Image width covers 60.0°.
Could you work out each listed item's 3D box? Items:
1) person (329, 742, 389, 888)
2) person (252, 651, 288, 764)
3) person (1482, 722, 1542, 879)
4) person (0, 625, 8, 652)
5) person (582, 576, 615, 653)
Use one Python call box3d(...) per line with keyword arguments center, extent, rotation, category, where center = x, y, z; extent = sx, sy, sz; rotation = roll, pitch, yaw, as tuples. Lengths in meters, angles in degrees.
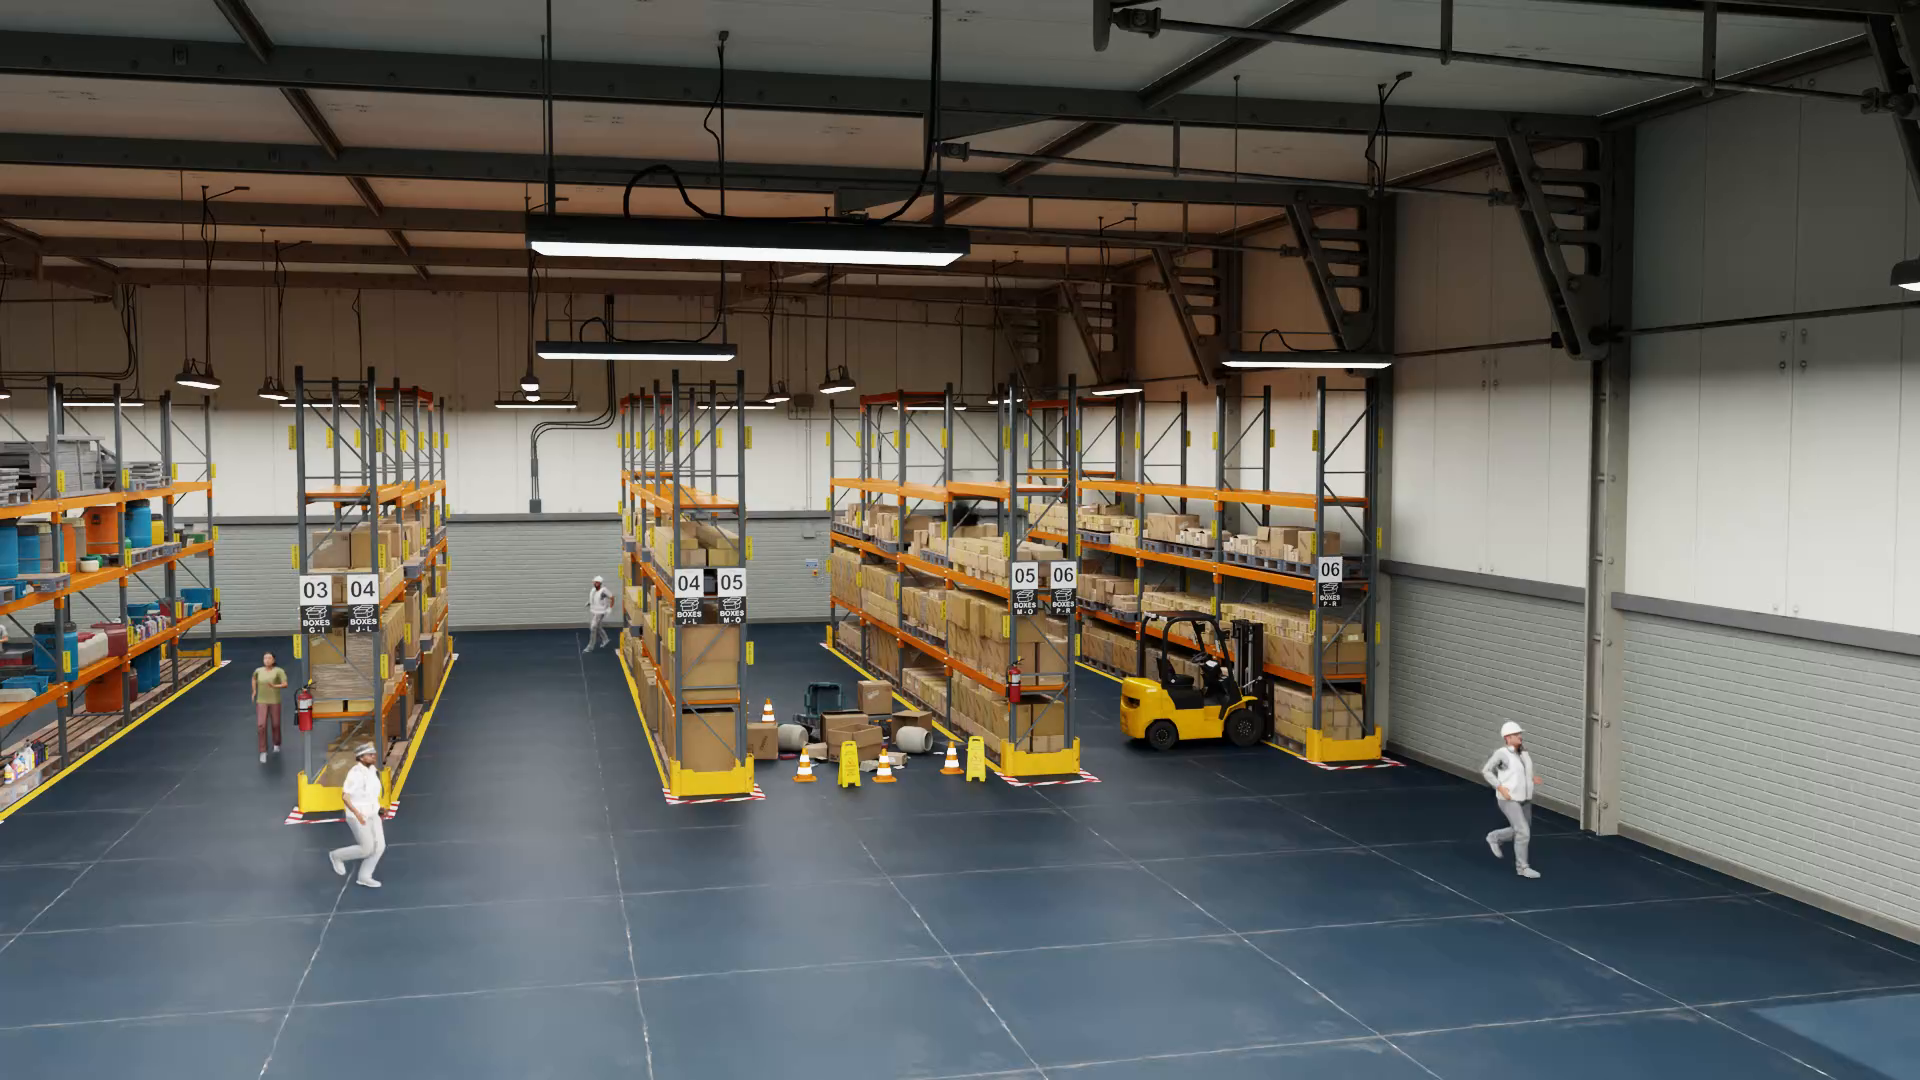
box3d(center=(-6.767, 3.076, 18.698), extent=(0.586, 1.651, 0.557), rotation=(1, 4, 15), category="person")
box3d(center=(-10.856, 2.591, 26.158), extent=(0.554, 1.710, 0.840), rotation=(-1, 4, -17), category="person")
box3d(center=(6.396, 2.980, 19.257), extent=(0.669, 1.744, 0.860), rotation=(-2, 4, -32), category="person")
box3d(center=(-18.841, 2.241, 32.394), extent=(0.554, 1.725, 0.689), rotation=(-1, 4, -22), category="person")
box3d(center=(-8.583, 1.752, 39.549), extent=(0.722, 1.799, 0.895), rotation=(3, 5, 42), category="person")
